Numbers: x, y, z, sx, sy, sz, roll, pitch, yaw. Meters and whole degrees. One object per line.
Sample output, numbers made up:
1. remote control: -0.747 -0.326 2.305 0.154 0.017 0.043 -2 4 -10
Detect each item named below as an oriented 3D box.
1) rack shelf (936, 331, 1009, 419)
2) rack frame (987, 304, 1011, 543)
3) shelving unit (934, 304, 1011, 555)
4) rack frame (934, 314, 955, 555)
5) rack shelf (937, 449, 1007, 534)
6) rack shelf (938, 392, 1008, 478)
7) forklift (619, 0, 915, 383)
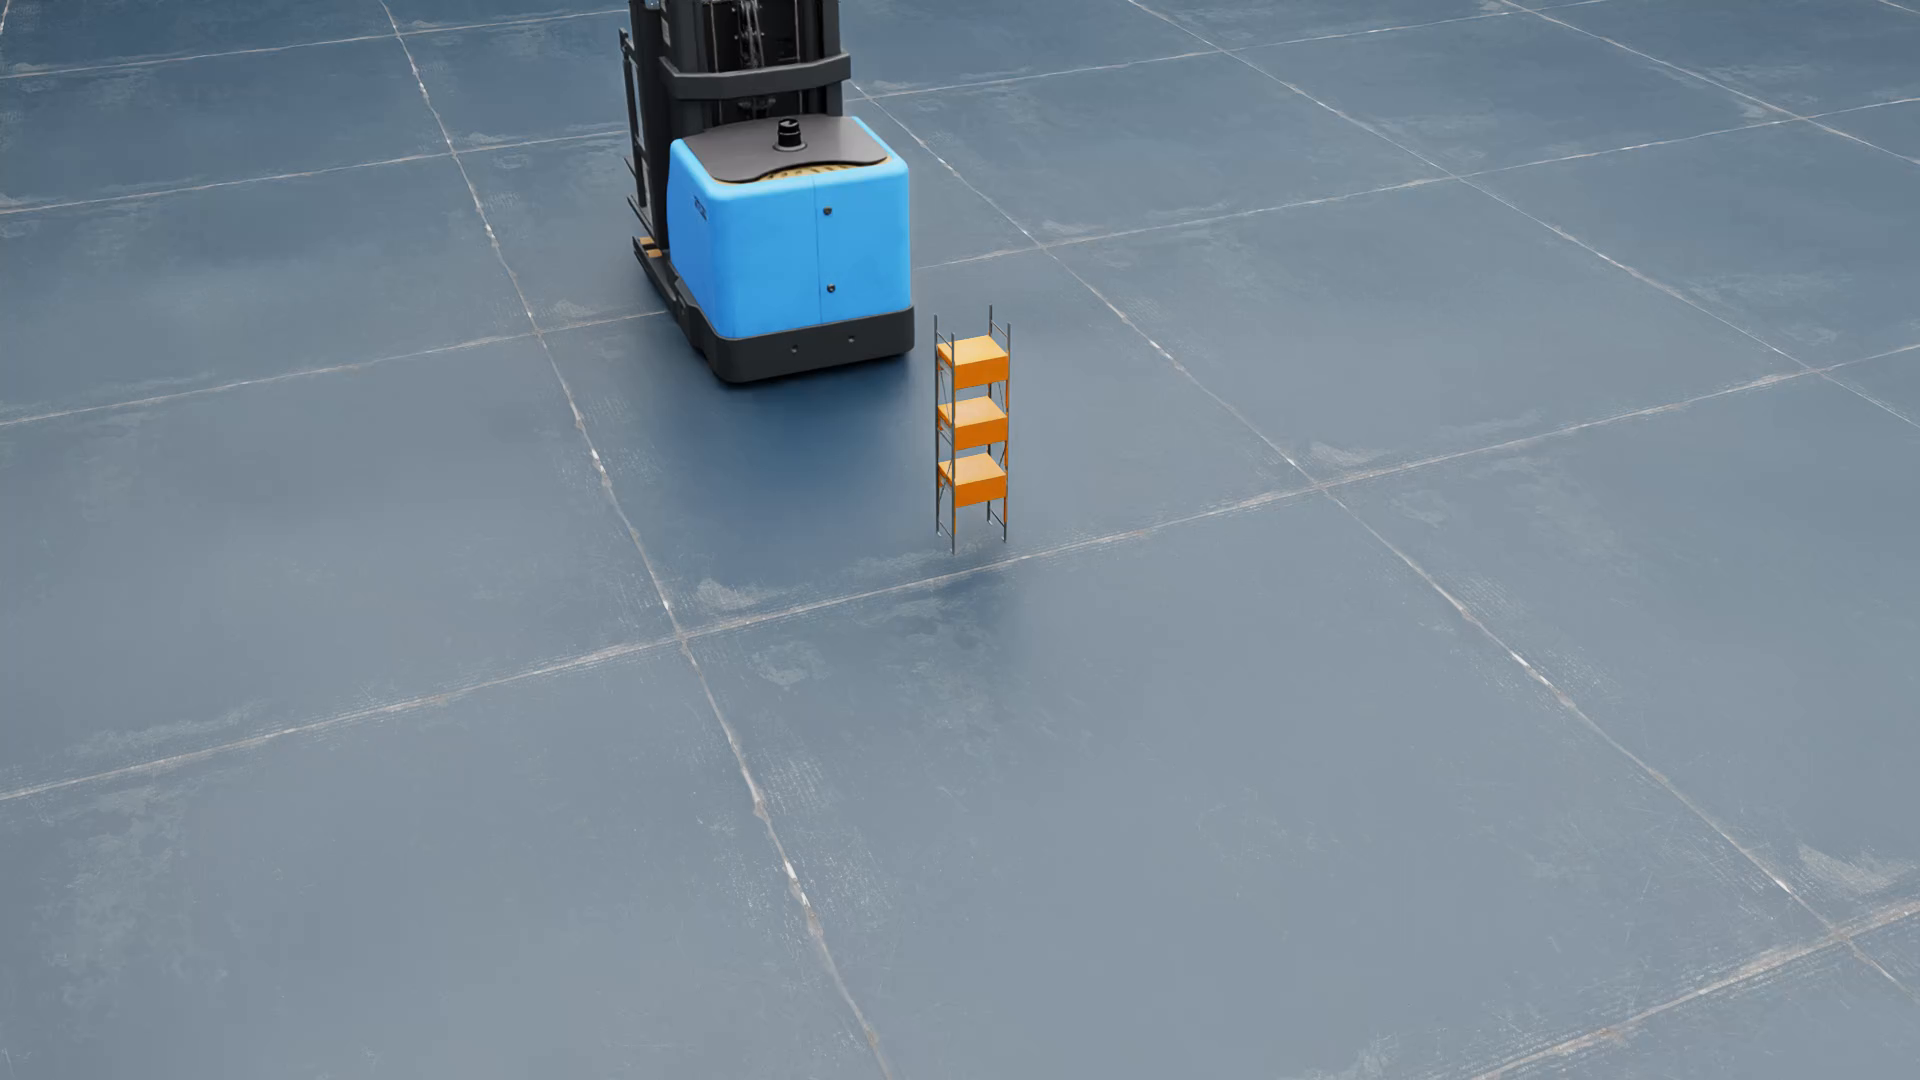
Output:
1. rack shelf: 0.049 -0.680 6.832 0.240 0.259 0.215 -13 35 -19
2. rack frame: 0.162 -0.477 7.021 0.008 1.050 0.200 -13 35 -19
3. shelving unit: 0.049 -0.451 6.981 0.252 1.050 0.215 -13 35 -19
4. rack frame: -0.063 -0.426 6.941 0.008 1.050 0.200 -13 35 -19
5. rack shelf: 0.049 -0.210 7.138 0.240 0.259 0.215 -13 35 -19
6. rack shelf: 0.049 -0.442 6.987 0.240 0.259 0.215 -13 35 -19
7. forklift: -1.260 -2.811 8.883 1.130 2.935 3.031 -12 35 -18
